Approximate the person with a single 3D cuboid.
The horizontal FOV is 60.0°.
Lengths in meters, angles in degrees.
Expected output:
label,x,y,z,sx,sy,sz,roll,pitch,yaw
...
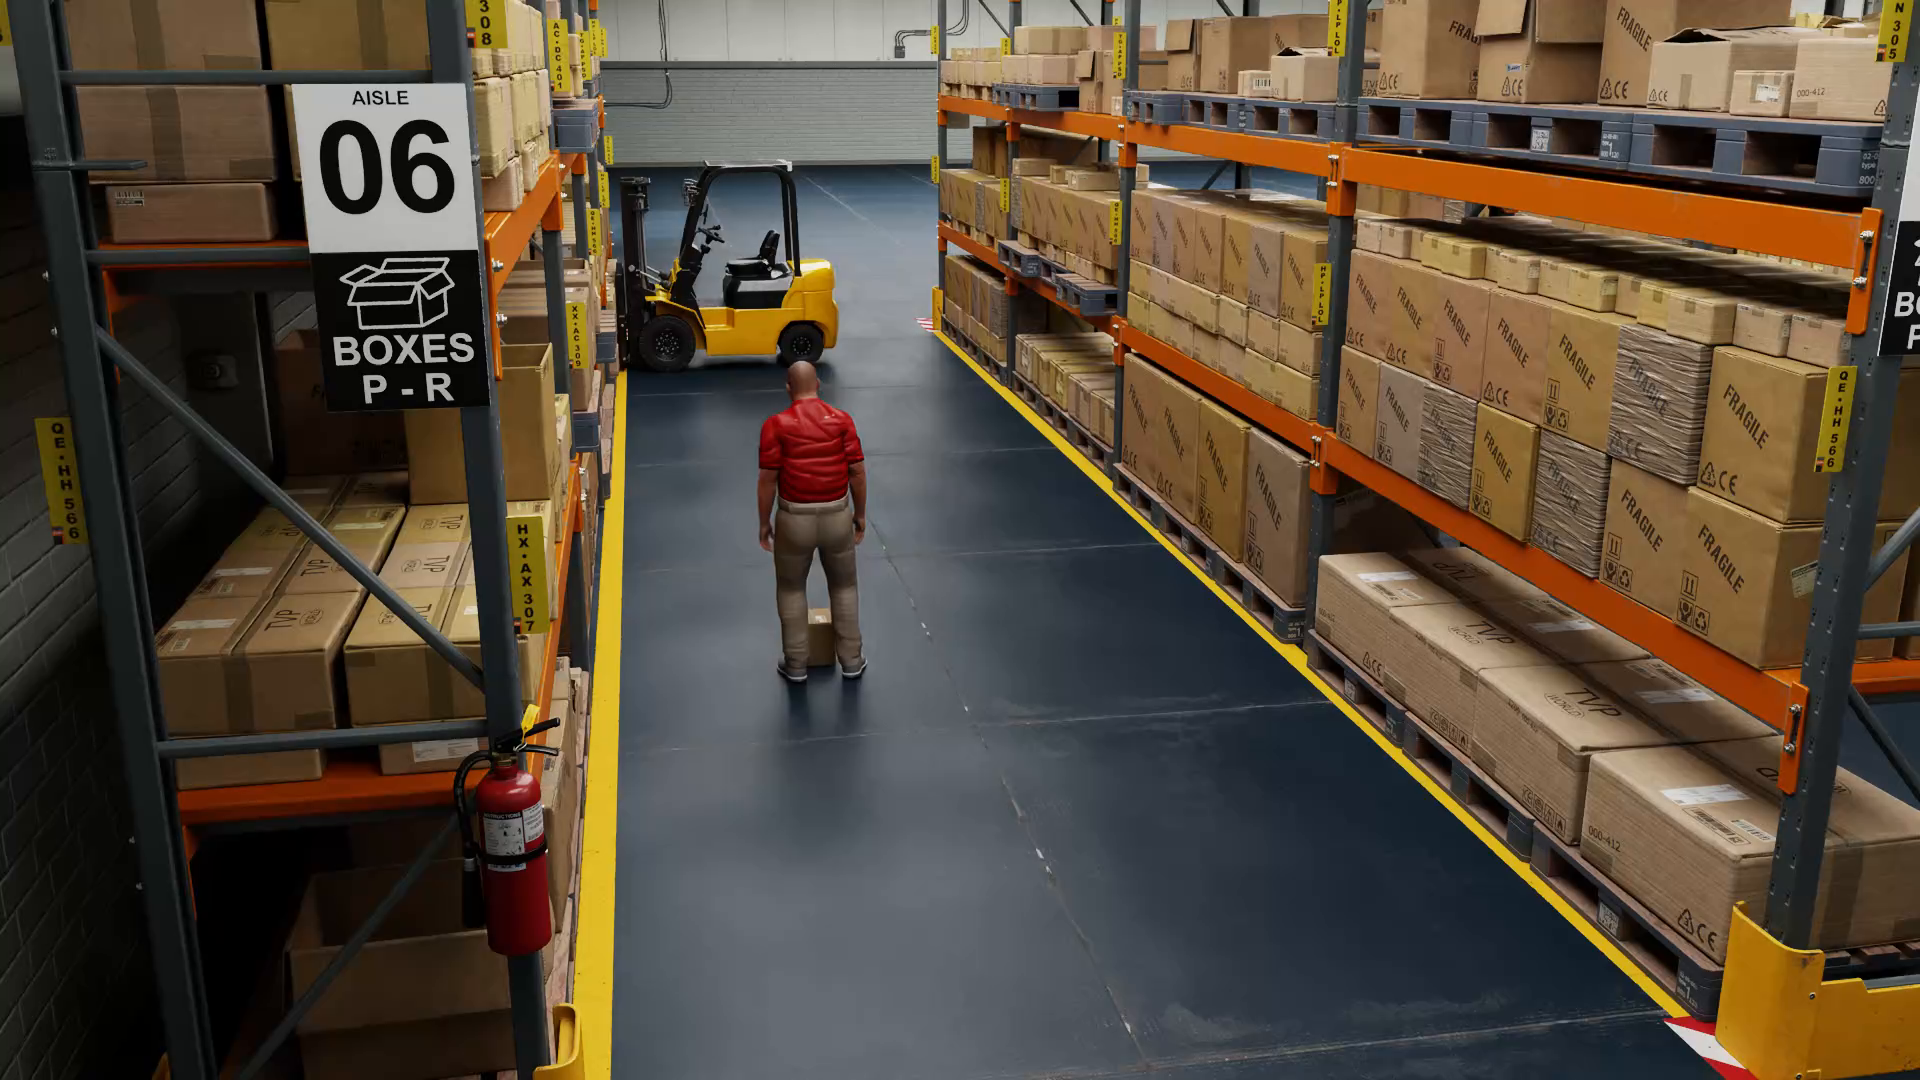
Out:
label,x,y,z,sx,sy,sz,roll,pitch,yaw
person,-0.785,-0.093,8.880,0.597,1.725,0.401,-4,17,-14
